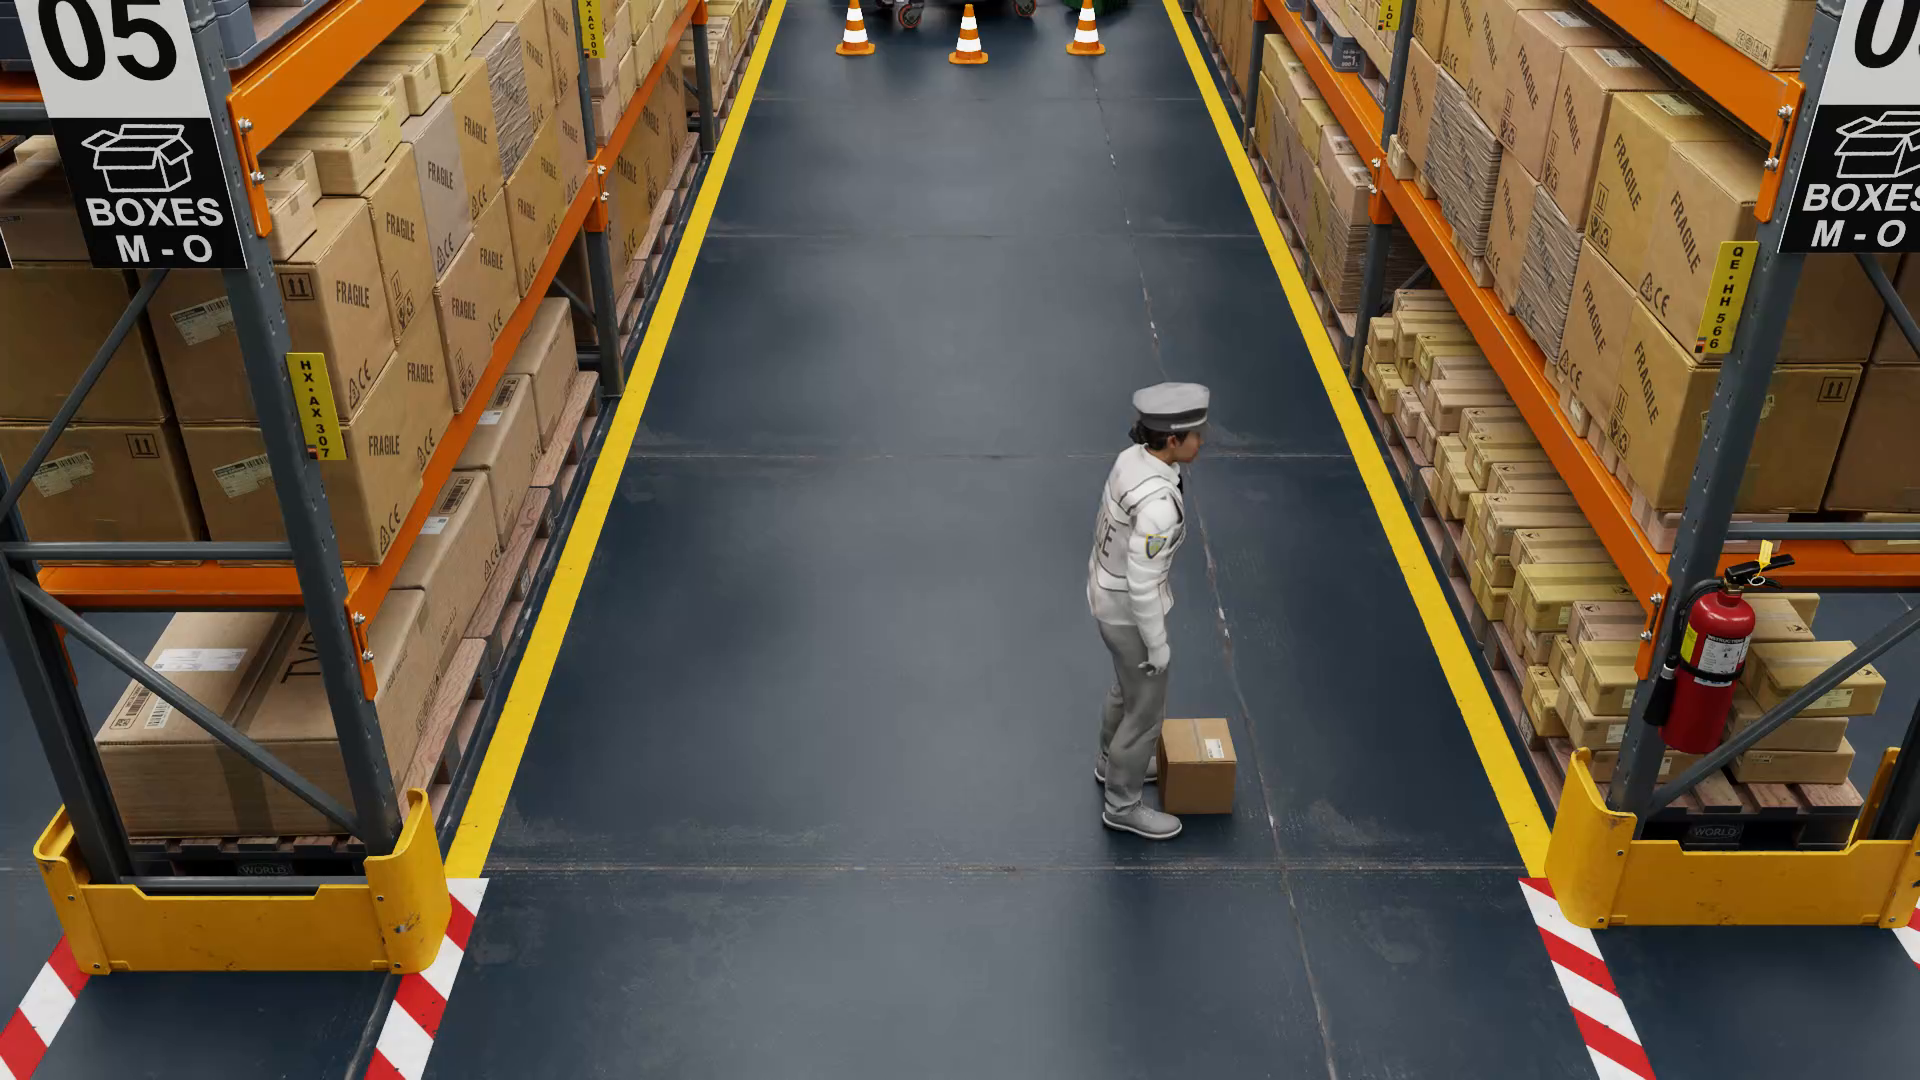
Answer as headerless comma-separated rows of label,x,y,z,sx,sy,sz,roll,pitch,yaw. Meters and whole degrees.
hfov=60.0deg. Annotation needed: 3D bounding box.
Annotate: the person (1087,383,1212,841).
person,0.630,0.238,5.747,0.378,1.663,0.531,0,32,-1
